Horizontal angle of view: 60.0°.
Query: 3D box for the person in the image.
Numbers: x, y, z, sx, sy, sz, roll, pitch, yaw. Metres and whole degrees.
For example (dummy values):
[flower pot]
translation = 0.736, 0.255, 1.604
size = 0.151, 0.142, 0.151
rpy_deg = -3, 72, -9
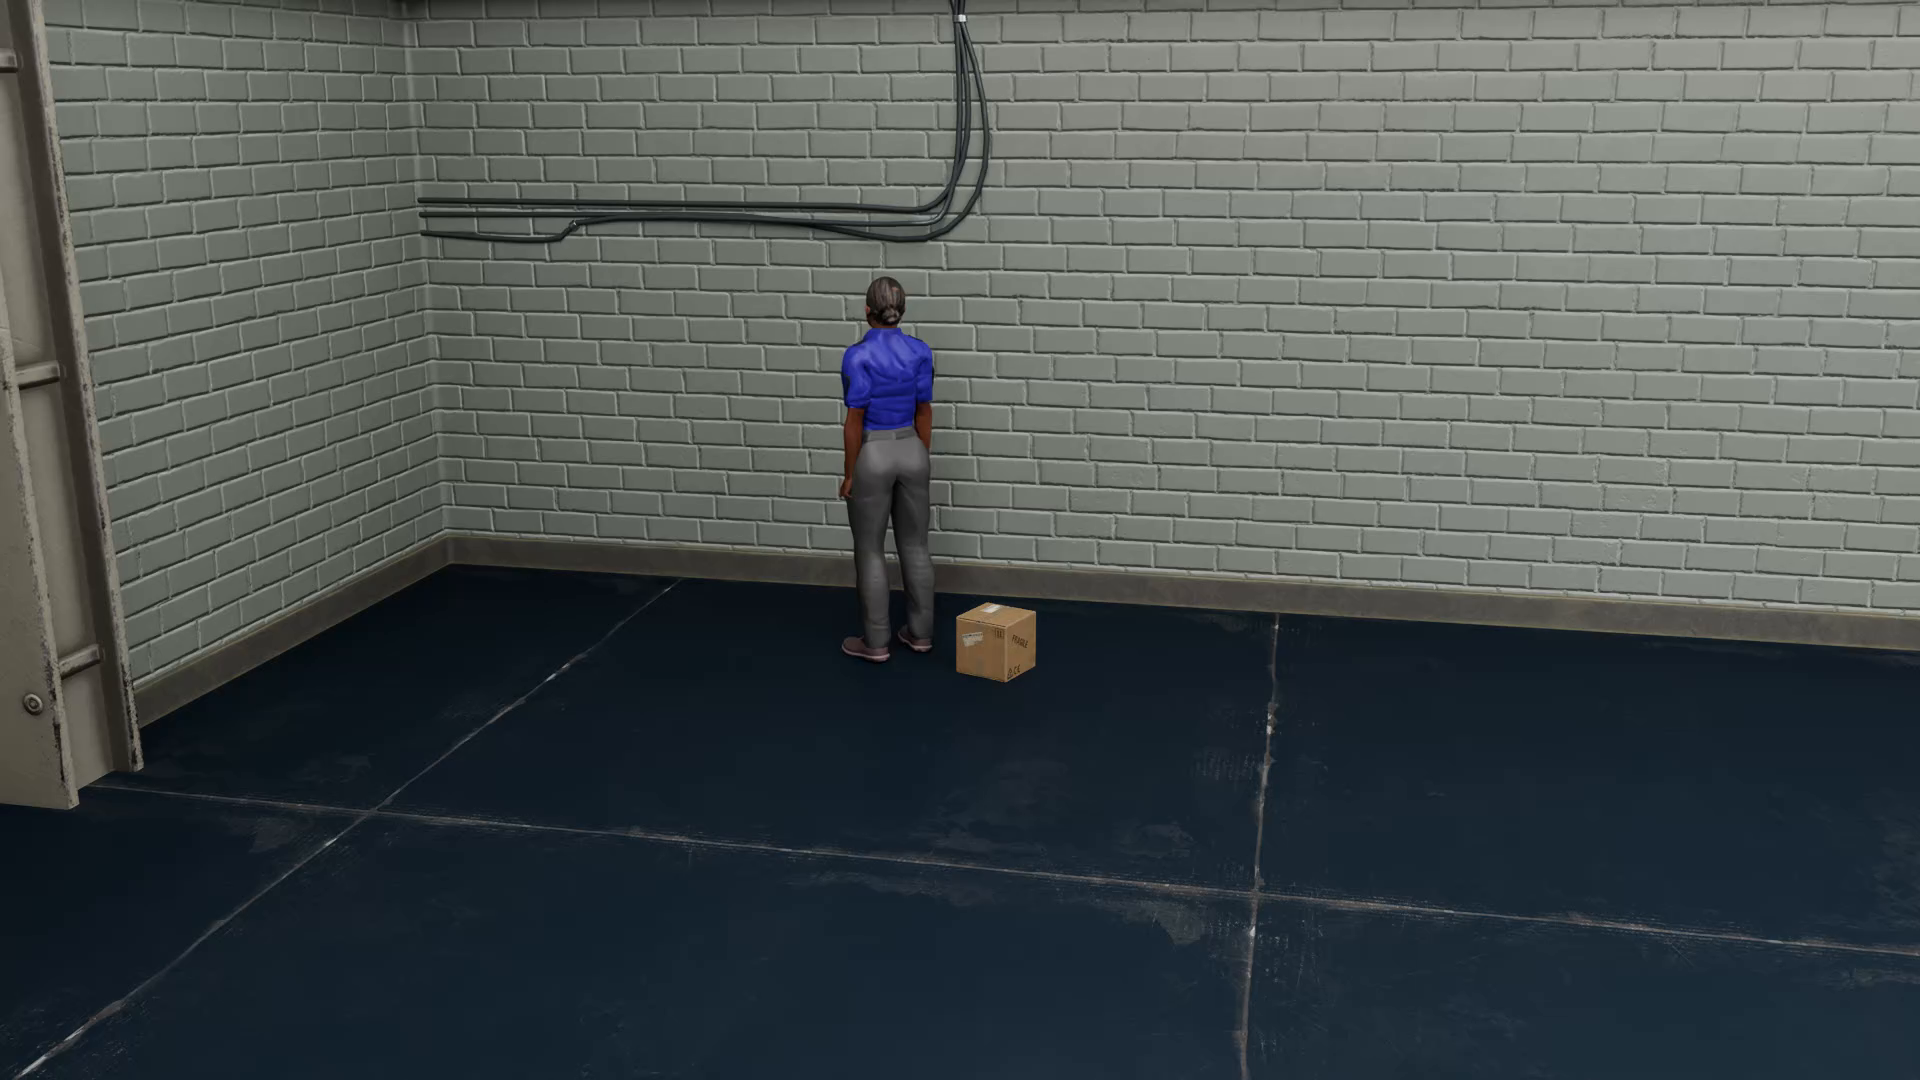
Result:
[person]
translation = -0.318, -0.305, 7.176
size = 0.451, 1.660, 0.336
rpy_deg = -9, 17, -29
